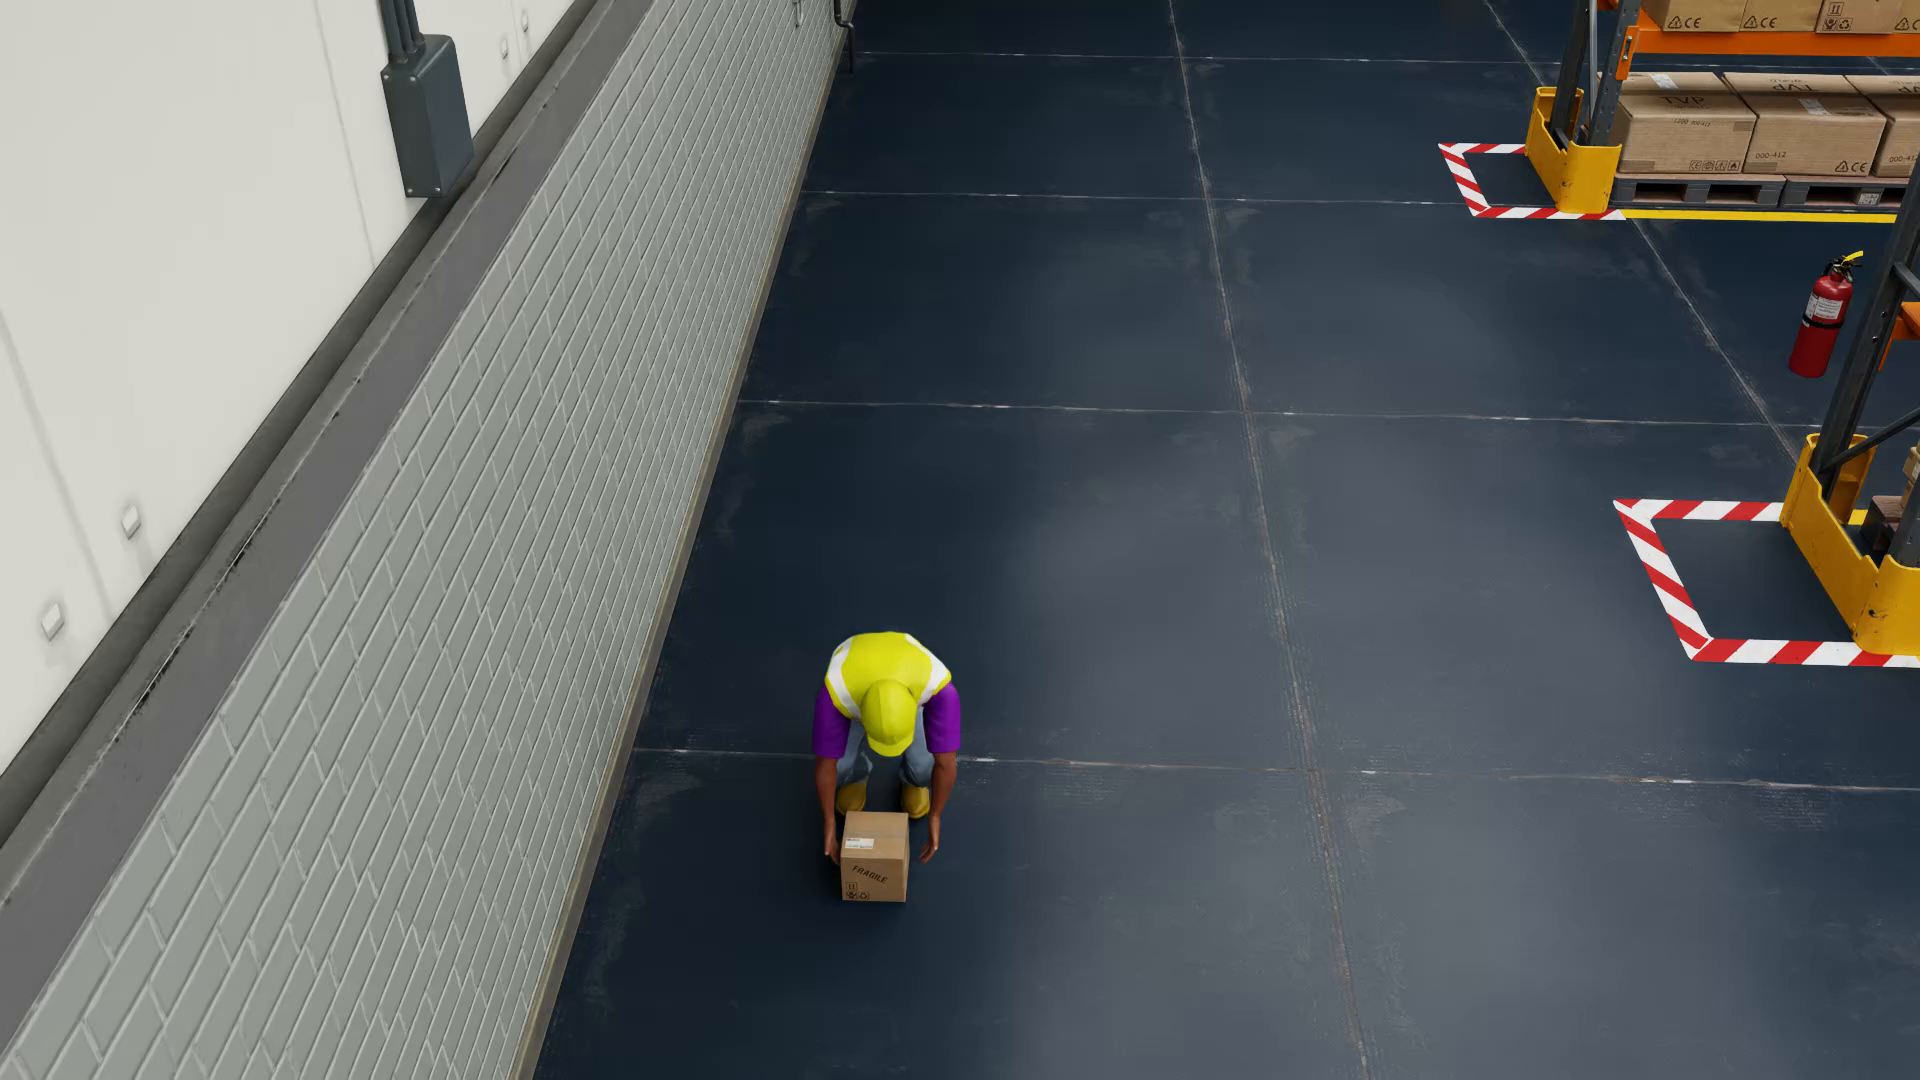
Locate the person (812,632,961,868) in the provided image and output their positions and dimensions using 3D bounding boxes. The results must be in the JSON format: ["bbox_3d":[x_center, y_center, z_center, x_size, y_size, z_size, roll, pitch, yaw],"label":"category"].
[{"bbox_3d":[-0.283,0.756,6.706,0.584,0.994,0.891,1,35,2],"label":"person"}]
